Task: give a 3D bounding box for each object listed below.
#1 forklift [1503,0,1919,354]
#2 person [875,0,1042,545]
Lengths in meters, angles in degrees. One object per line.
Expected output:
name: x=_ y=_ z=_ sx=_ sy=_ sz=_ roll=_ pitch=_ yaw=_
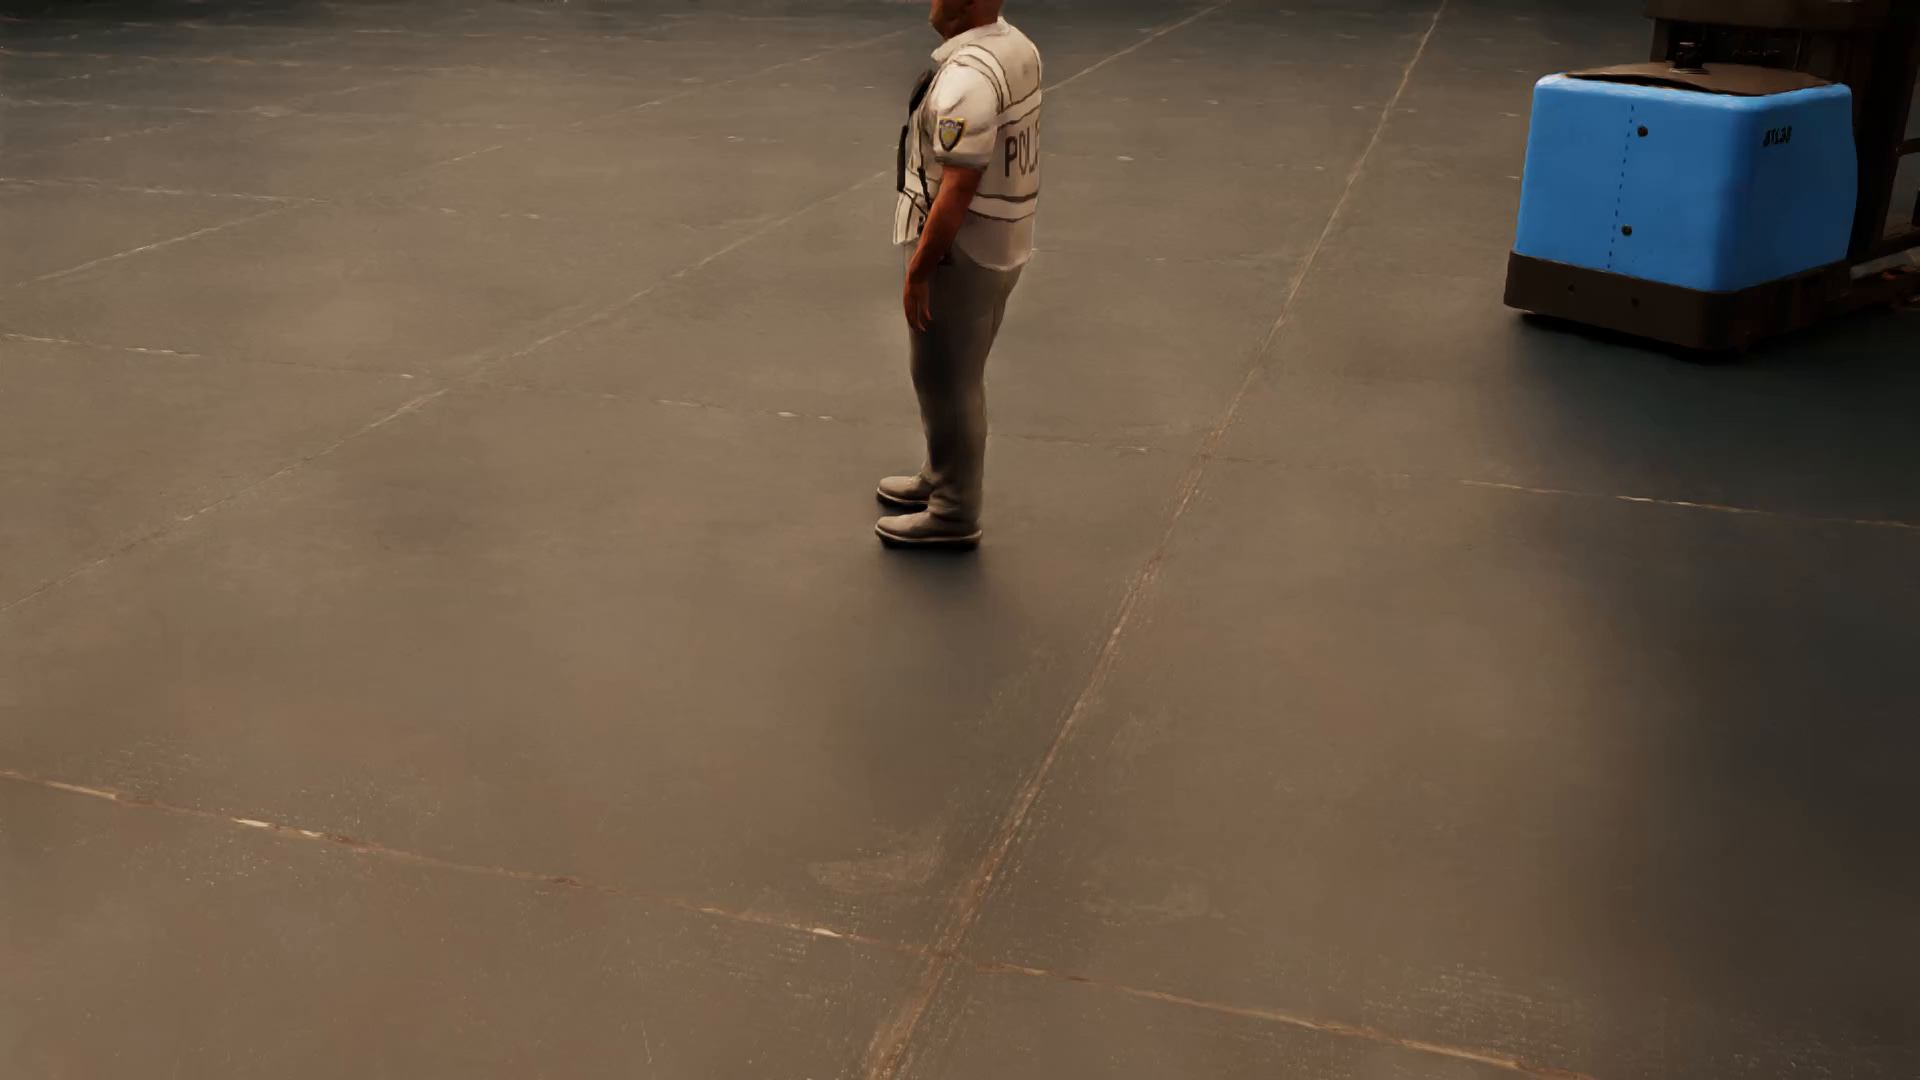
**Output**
forklift: x=3.929 y=-2.567 z=7.499 sx=3.031 sy=2.935 sz=1.130 roll=-17 pitch=28 yaw=-35
person: x=-0.071 y=-0.844 z=4.809 sx=0.574 sy=1.781 sz=0.640 roll=7 pitch=23 yaw=16
